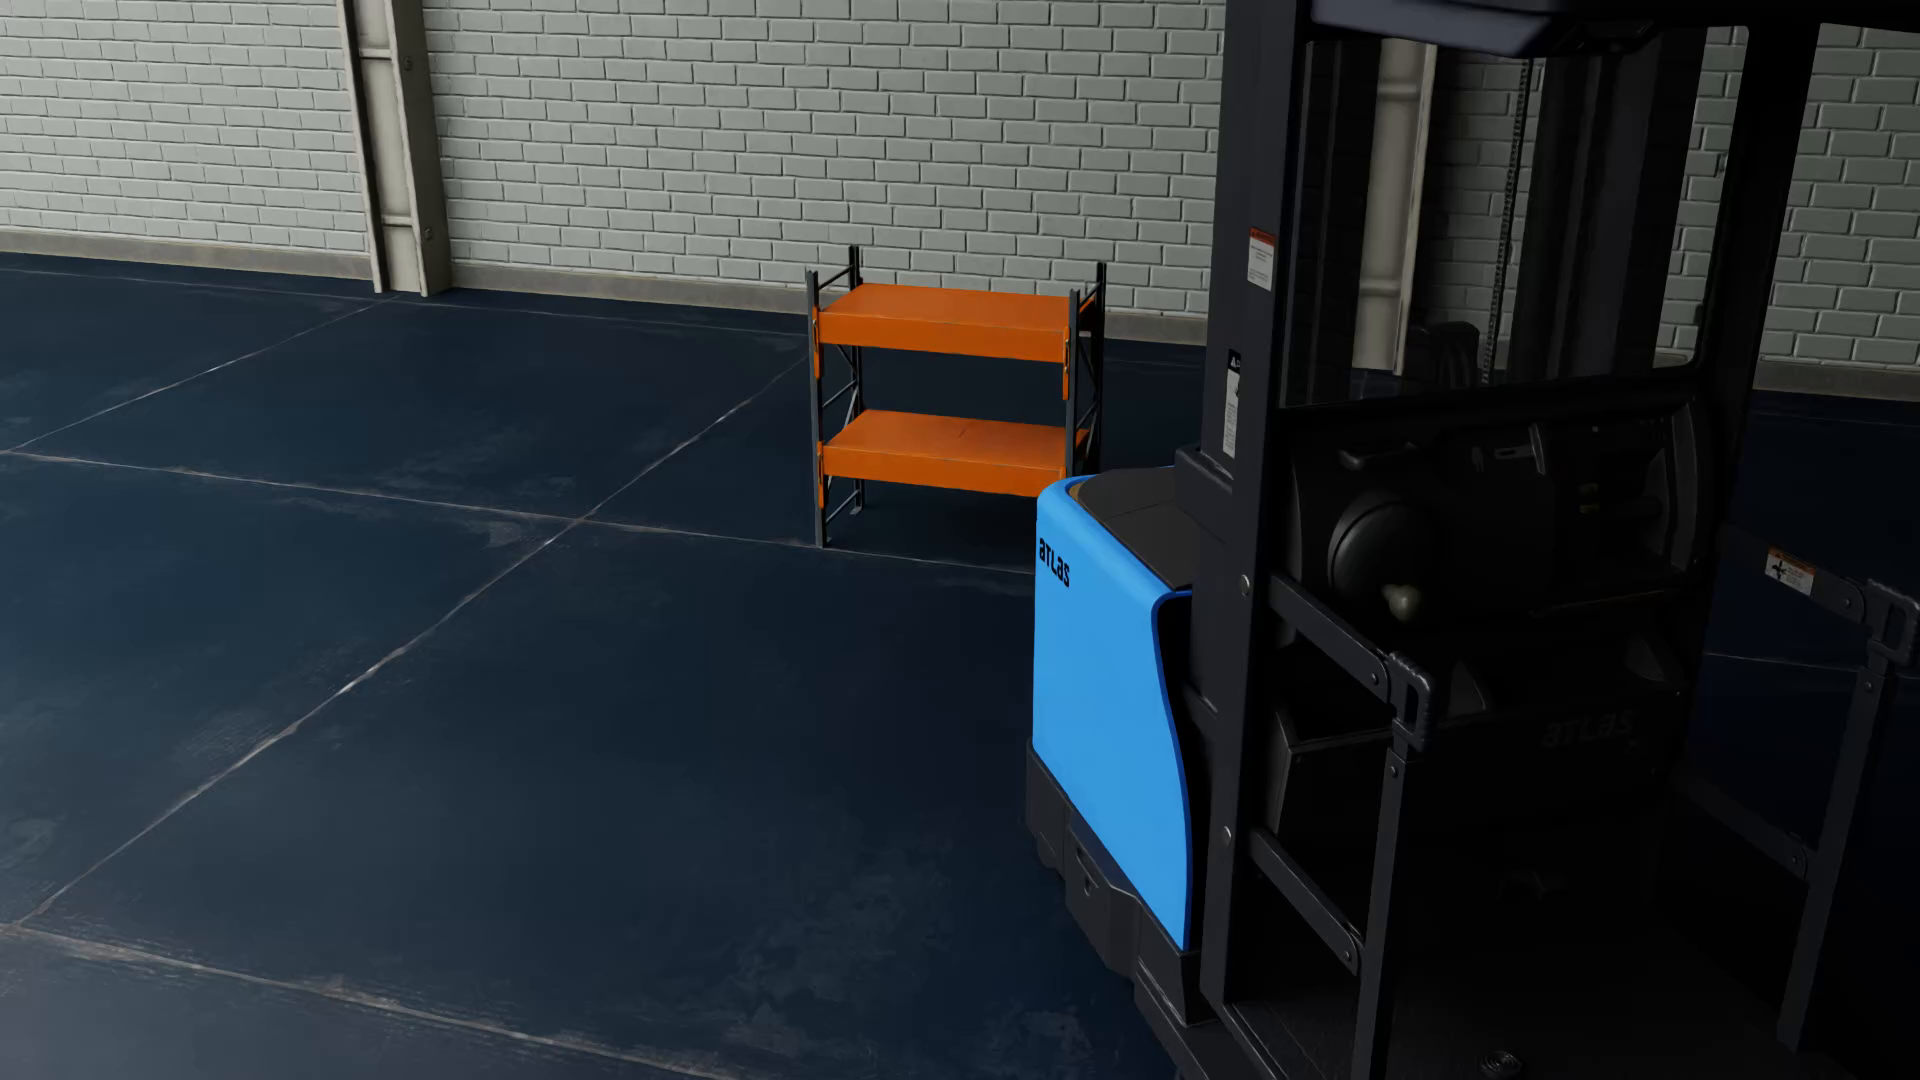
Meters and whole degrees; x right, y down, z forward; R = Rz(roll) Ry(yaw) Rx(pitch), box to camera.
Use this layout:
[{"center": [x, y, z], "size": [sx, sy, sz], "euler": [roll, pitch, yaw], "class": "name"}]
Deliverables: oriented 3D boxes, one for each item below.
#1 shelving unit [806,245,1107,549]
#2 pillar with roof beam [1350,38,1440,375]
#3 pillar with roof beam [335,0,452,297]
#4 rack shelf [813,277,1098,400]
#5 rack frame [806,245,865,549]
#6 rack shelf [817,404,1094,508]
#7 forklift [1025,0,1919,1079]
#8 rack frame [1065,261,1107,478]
[{"center": [-0.006, -0.521, 6.558], "size": [1.048, 1.125, 0.538], "euler": [7, 23, 16], "class": "shelving unit"}, {"center": [0.990, -3.559, 3.589], "size": [0.400, 9.000, 9.100], "euler": [7, 23, 16], "class": "pillar with roof beam"}, {"center": [-4.754, -4.217, 5.193], "size": [0.400, 9.000, 9.100], "euler": [7, 23, 16], "class": "pillar with roof beam"}, {"center": [-0.006, -0.792, 6.447], "size": [1.000, 0.278, 0.538], "euler": [7, 23, 16], "class": "rack shelf"}, {"center": [-0.493, -0.577, 6.694], "size": [0.032, 1.125, 0.500], "euler": [7, 23, 16], "class": "rack frame"}, {"center": [-0.006, -0.295, 6.651], "size": [1.000, 0.278, 0.538], "euler": [7, 23, 16], "class": "rack shelf"}, {"center": [1.122, -0.046, 3.019], "size": [1.130, 2.935, 3.031], "euler": [-7, 23, -17], "class": "forklift"}, {"center": [0.480, -0.465, 6.422], "size": [0.032, 1.125, 0.500], "euler": [7, 23, 16], "class": "rack frame"}]
